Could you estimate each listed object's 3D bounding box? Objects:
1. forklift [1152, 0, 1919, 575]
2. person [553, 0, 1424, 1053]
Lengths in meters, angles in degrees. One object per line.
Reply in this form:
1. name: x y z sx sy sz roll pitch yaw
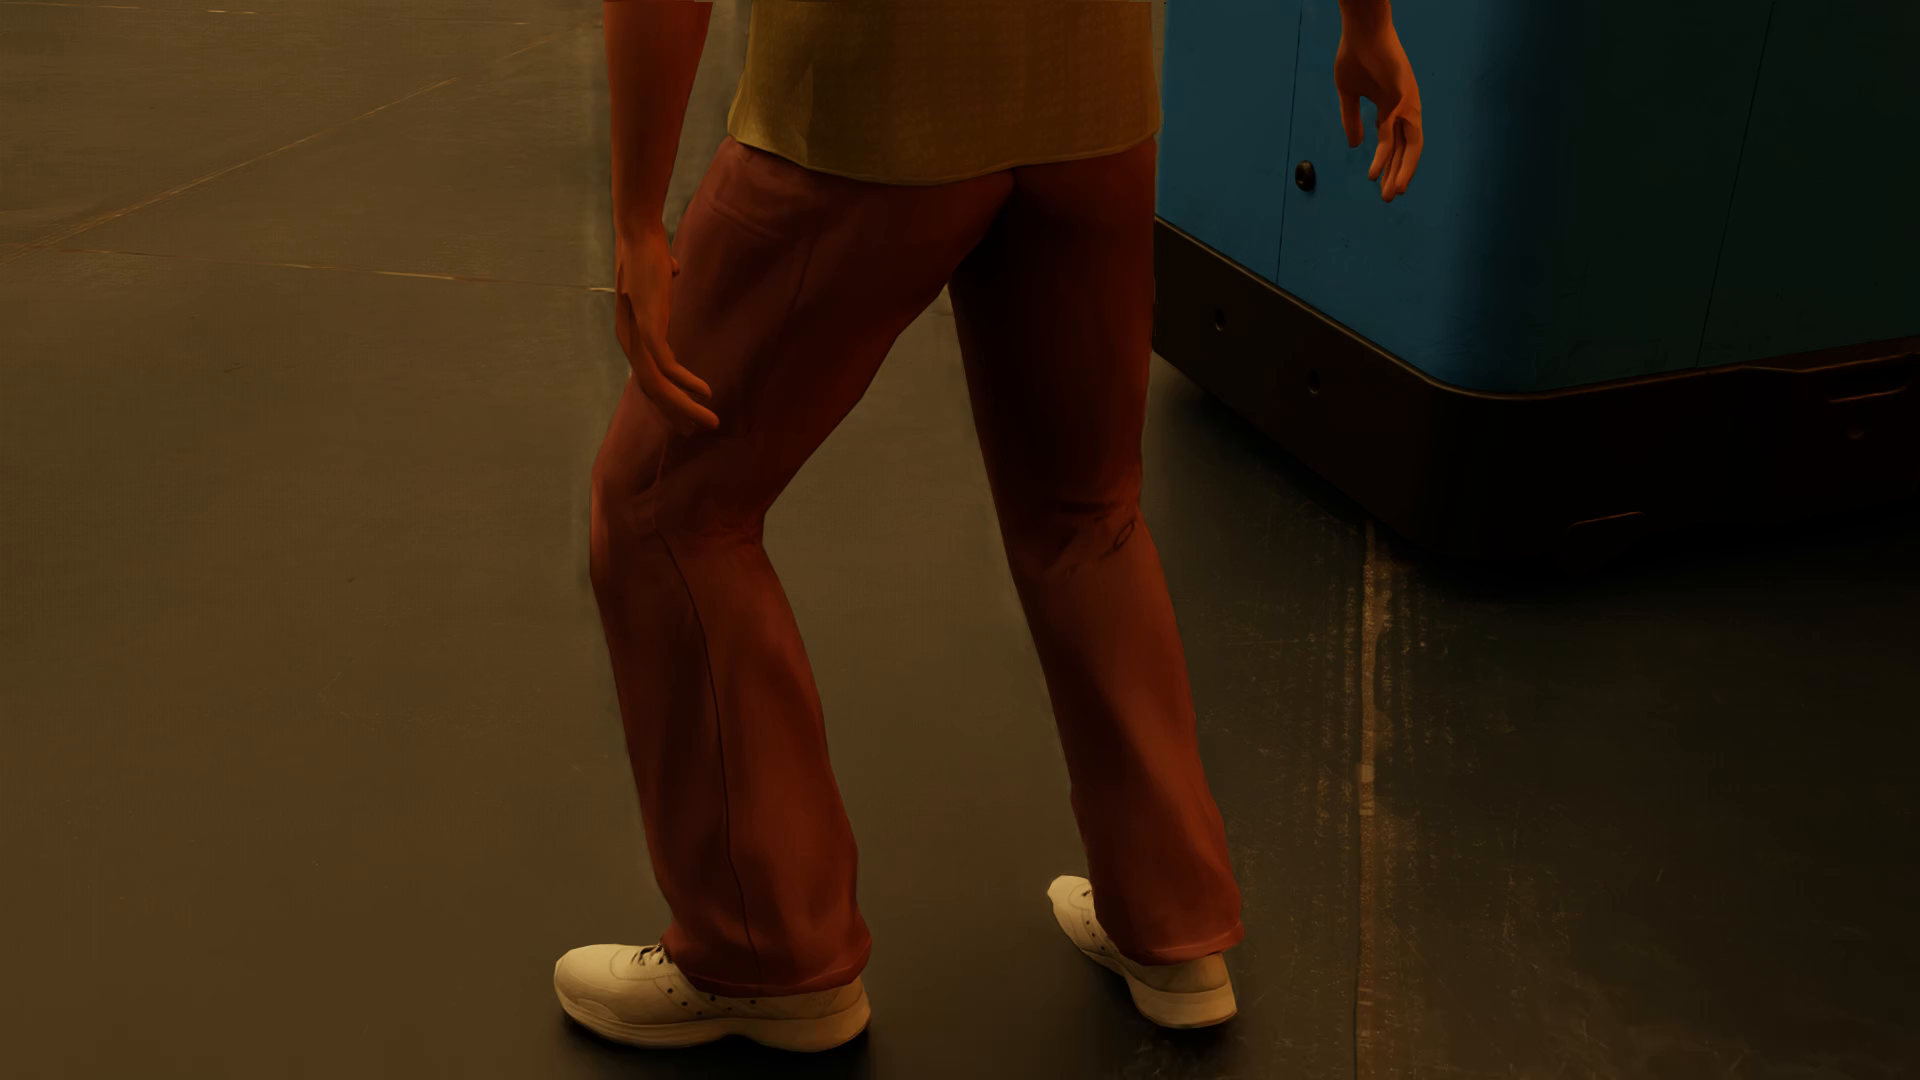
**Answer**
1. forklift: 1.907 -1.656 2.528 3.031 2.935 1.130 -9 28 -18
2. person: 0.020 -0.288 1.334 0.814 1.651 0.463 -12 29 -23
